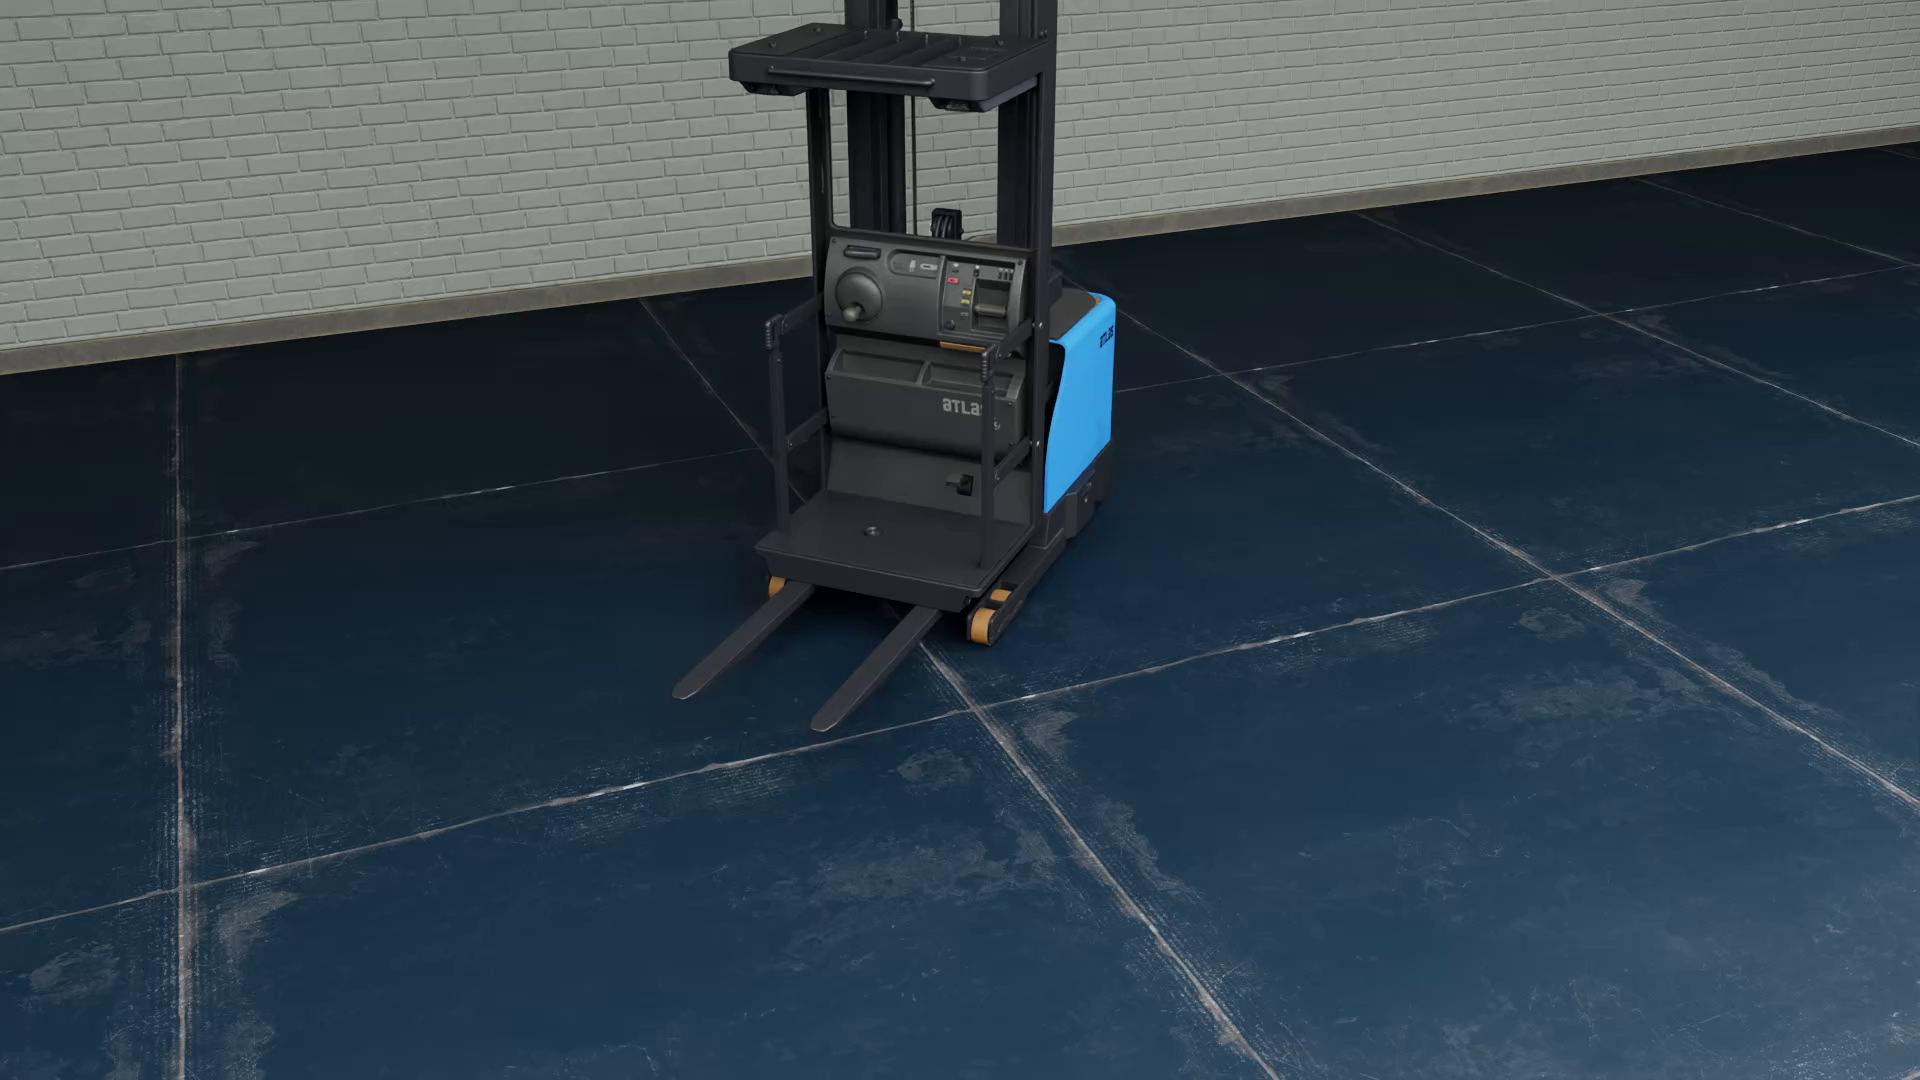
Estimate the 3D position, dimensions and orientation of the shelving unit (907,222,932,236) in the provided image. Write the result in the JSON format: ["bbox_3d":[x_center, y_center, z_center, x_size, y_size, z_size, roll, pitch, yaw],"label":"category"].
[{"bbox_3d":[-0.029,-1.085,9.102,0.503,1.200,0.258,19,32,34],"label":"shelving unit"}]

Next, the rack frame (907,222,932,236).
[{"bbox_3d":[-0.220,-1.152,9.239,0.015,1.200,0.240,19,32,34],"label":"rack frame"}]

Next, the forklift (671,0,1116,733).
[{"bbox_3d":[-0.240,-1.064,7.089,1.130,2.935,3.031,10,28,20],"label":"forklift"}]
